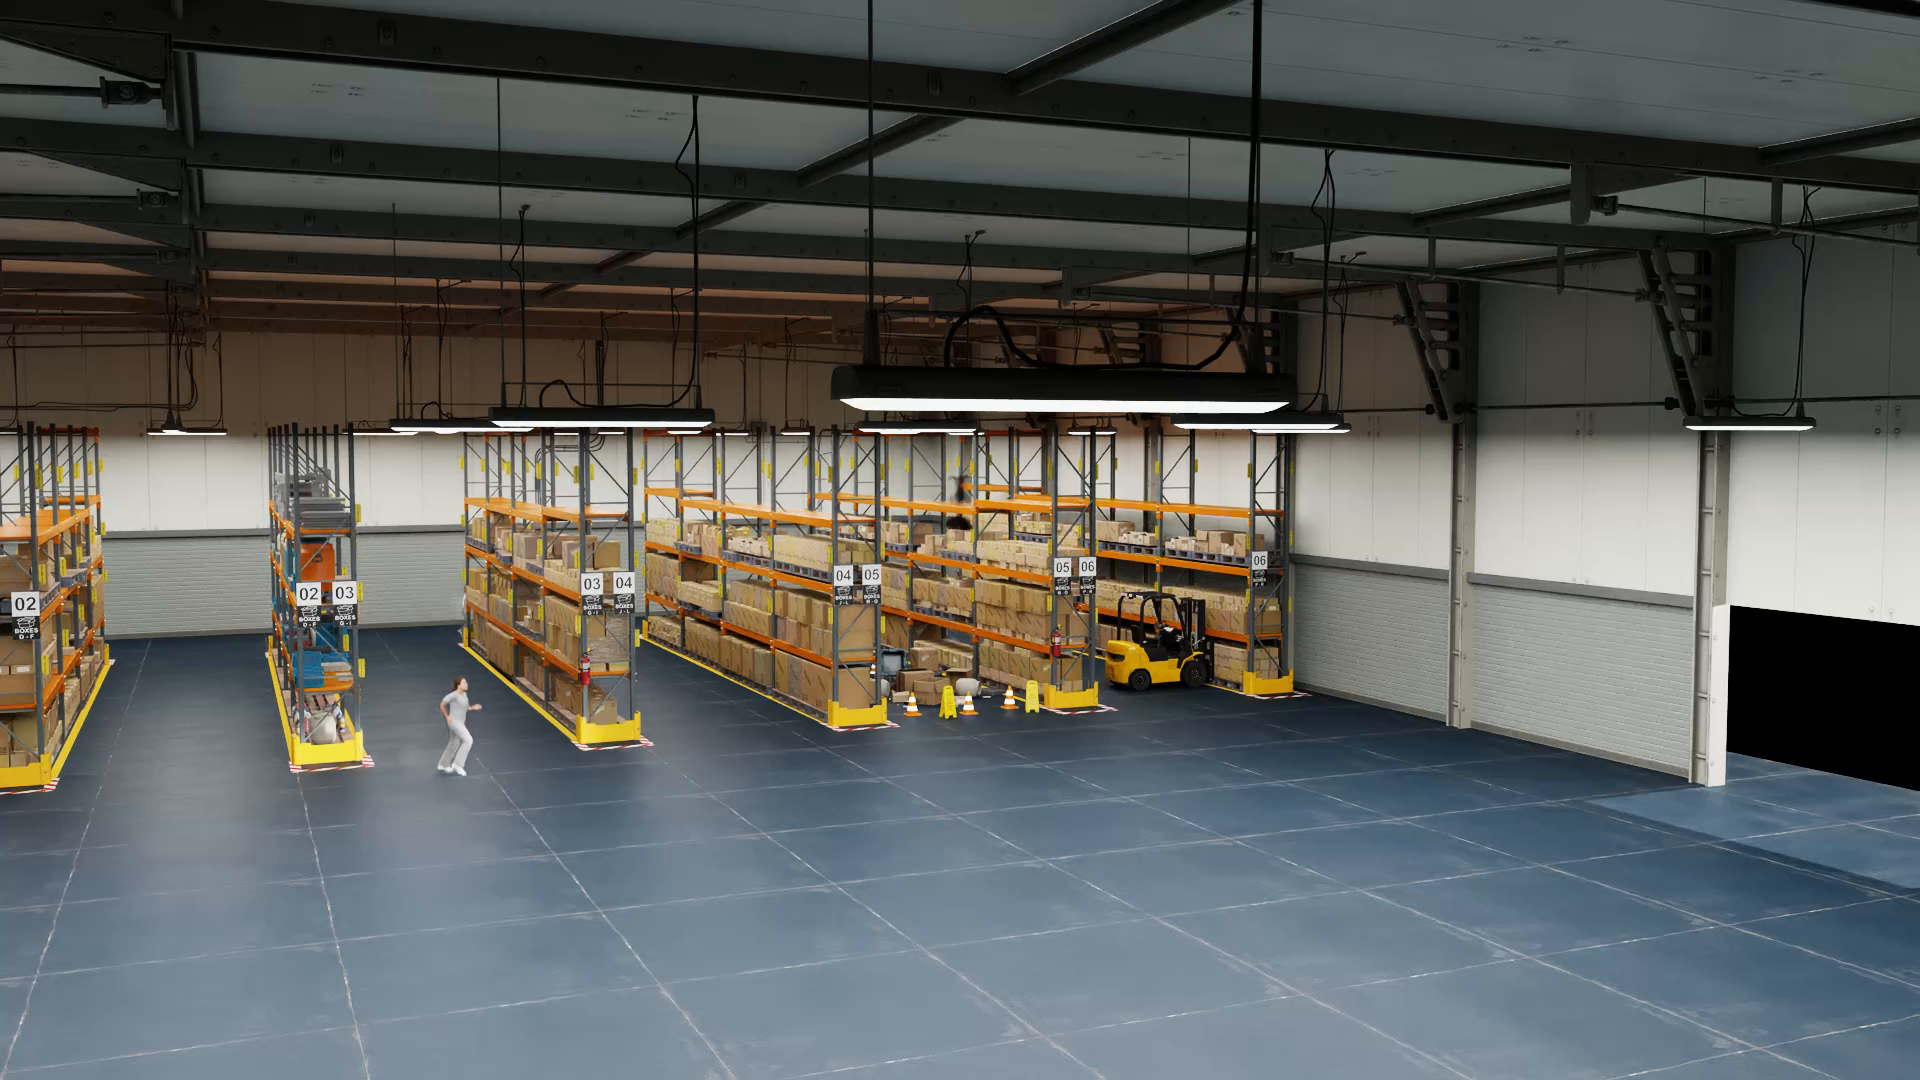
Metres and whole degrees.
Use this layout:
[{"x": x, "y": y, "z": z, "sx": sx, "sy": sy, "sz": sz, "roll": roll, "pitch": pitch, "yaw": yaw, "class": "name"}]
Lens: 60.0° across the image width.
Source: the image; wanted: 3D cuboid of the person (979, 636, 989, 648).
[{"x": 0.657, "y": 2.177, "z": 43.546, "sx": 0.670, "sy": 1.778, "sz": 0.991, "roll": -1, "pitch": 4, "yaw": -23, "class": "person"}]

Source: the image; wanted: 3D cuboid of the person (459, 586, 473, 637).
[{"x": -13.942, "y": 2.072, "z": 47.033, "sx": 0.540, "sy": 1.564, "sz": 0.543, "roll": 0, "pitch": 3, "yaw": 2, "class": "person"}]

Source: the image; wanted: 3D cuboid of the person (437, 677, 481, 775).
[{"x": -8.557, "y": 3.171, "z": 28.353, "sx": 0.765, "sy": 1.695, "sz": 0.565, "roll": 0, "pitch": 3, "yaw": 3, "class": "person"}]
